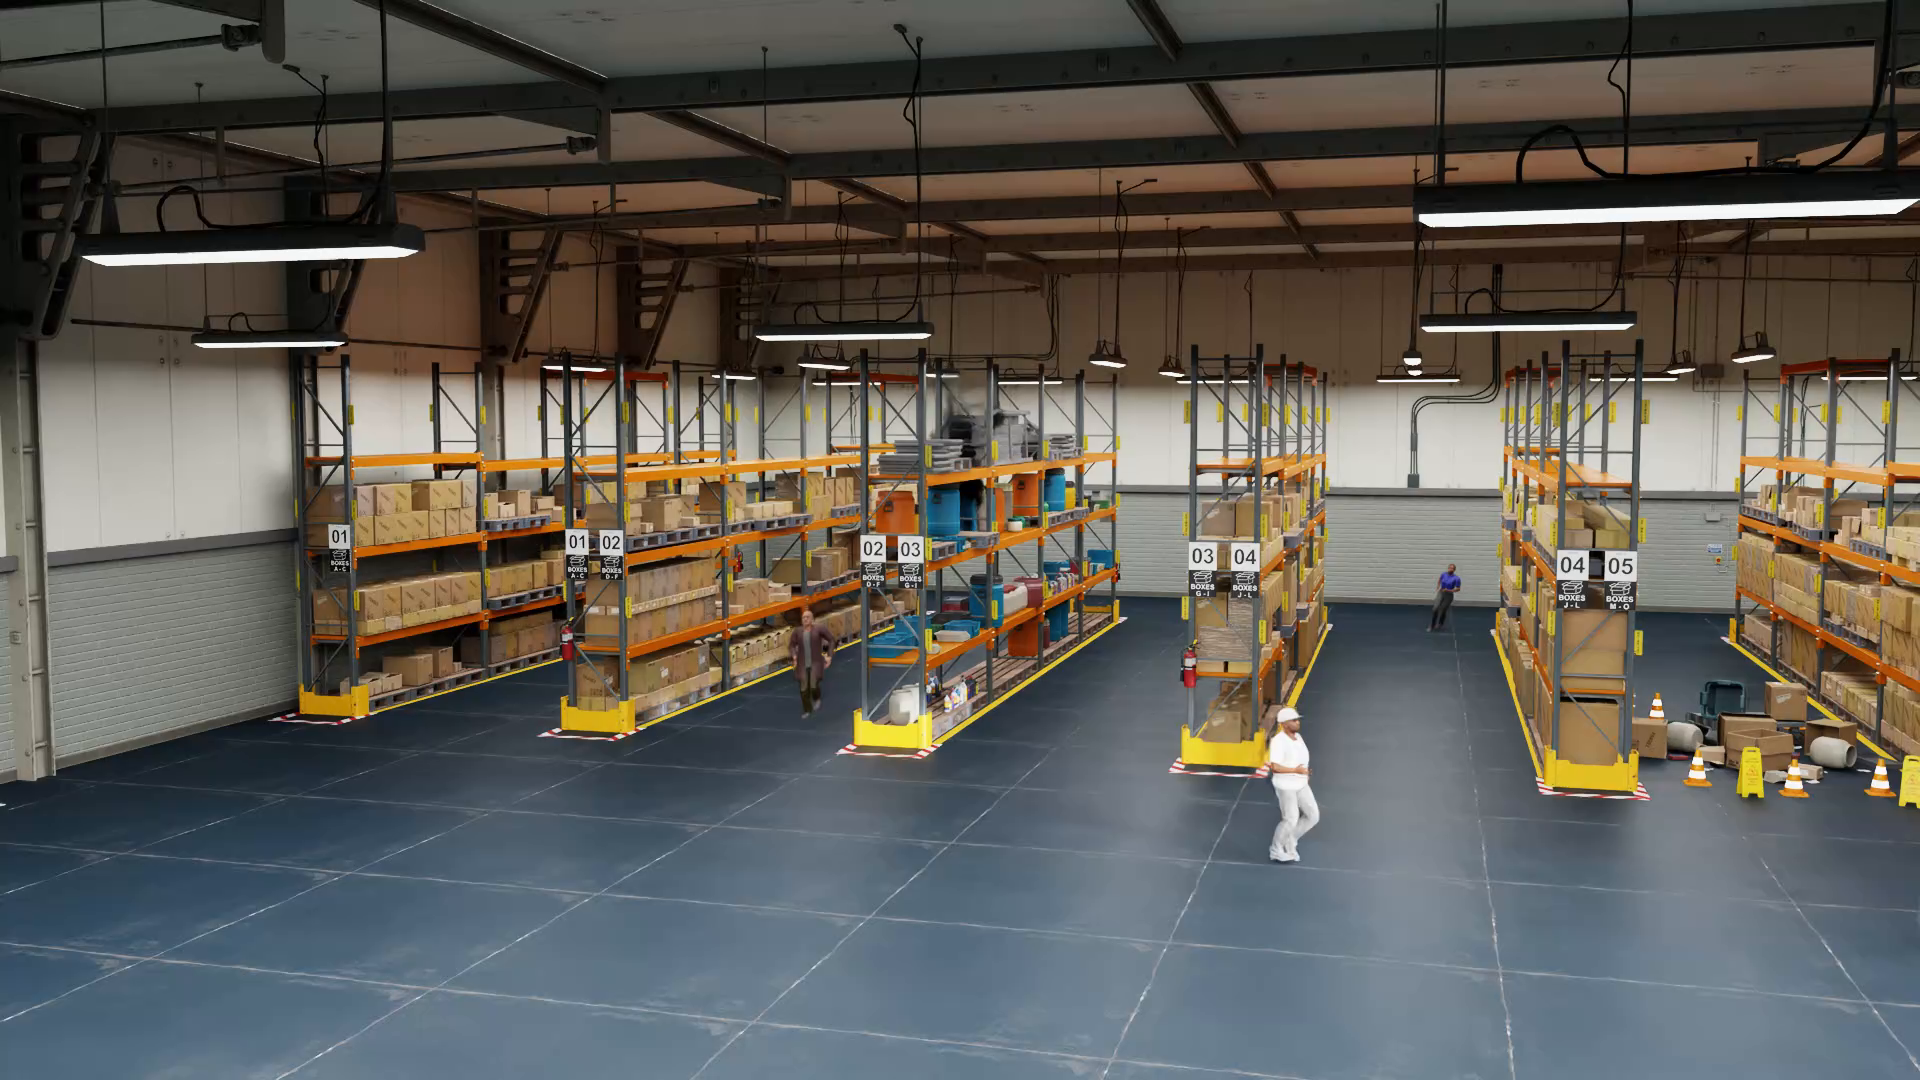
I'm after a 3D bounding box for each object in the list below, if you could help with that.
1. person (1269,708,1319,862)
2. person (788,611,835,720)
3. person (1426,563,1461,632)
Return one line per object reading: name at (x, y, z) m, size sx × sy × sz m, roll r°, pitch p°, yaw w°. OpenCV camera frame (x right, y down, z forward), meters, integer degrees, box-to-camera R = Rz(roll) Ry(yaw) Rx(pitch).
person at (3.734, 2.742, 18.506) m, size 0.626 × 1.749 × 0.680 m, roll 4°, pitch 6°, yaw 44°
person at (-2.370, 2.082, 26.302) m, size 0.741 × 1.549 × 0.691 m, roll 1°, pitch 4°, yaw 10°
person at (11.252, 1.338, 38.503) m, size 0.718 × 1.630 × 0.686 m, roll 3°, pitch 5°, yaw 36°
